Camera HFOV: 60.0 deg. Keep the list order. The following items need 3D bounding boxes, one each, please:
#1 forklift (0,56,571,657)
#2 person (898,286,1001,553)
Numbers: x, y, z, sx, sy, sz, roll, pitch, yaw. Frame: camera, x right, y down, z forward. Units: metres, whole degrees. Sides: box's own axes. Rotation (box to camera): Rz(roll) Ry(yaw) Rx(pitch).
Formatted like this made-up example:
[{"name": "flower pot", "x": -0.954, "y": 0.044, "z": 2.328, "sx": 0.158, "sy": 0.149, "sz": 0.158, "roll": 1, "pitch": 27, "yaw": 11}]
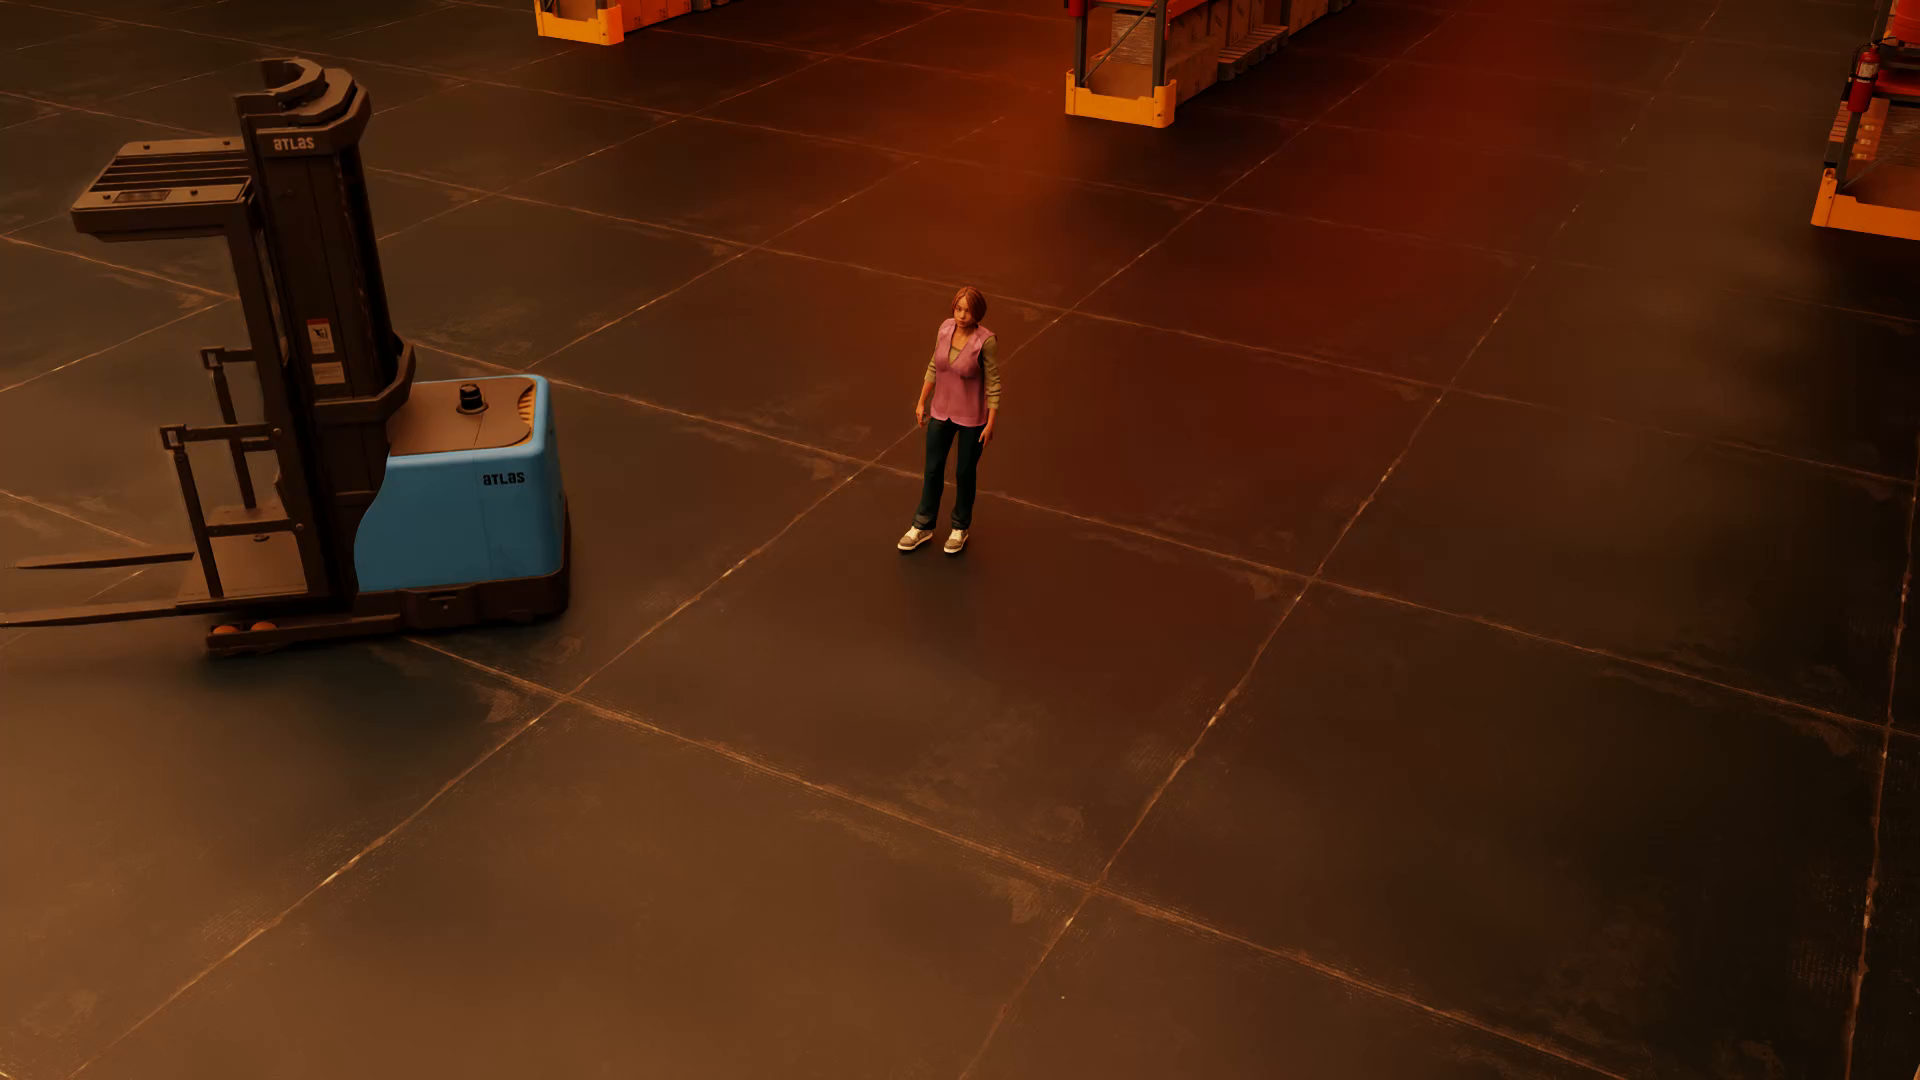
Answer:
[{"name": "forklift", "x": -3.747, "y": -0.929, "z": 8.681, "sx": 3.031, "sy": 2.935, "sz": 1.130, "roll": -5, "pitch": 30, "yaw": -9}, {"name": "person", "x": -0.049, "y": -0.669, "z": 9.549, "sx": 0.520, "sy": 1.599, "sz": 0.473, "roll": 15, "pitch": 33, "yaw": 25}]
